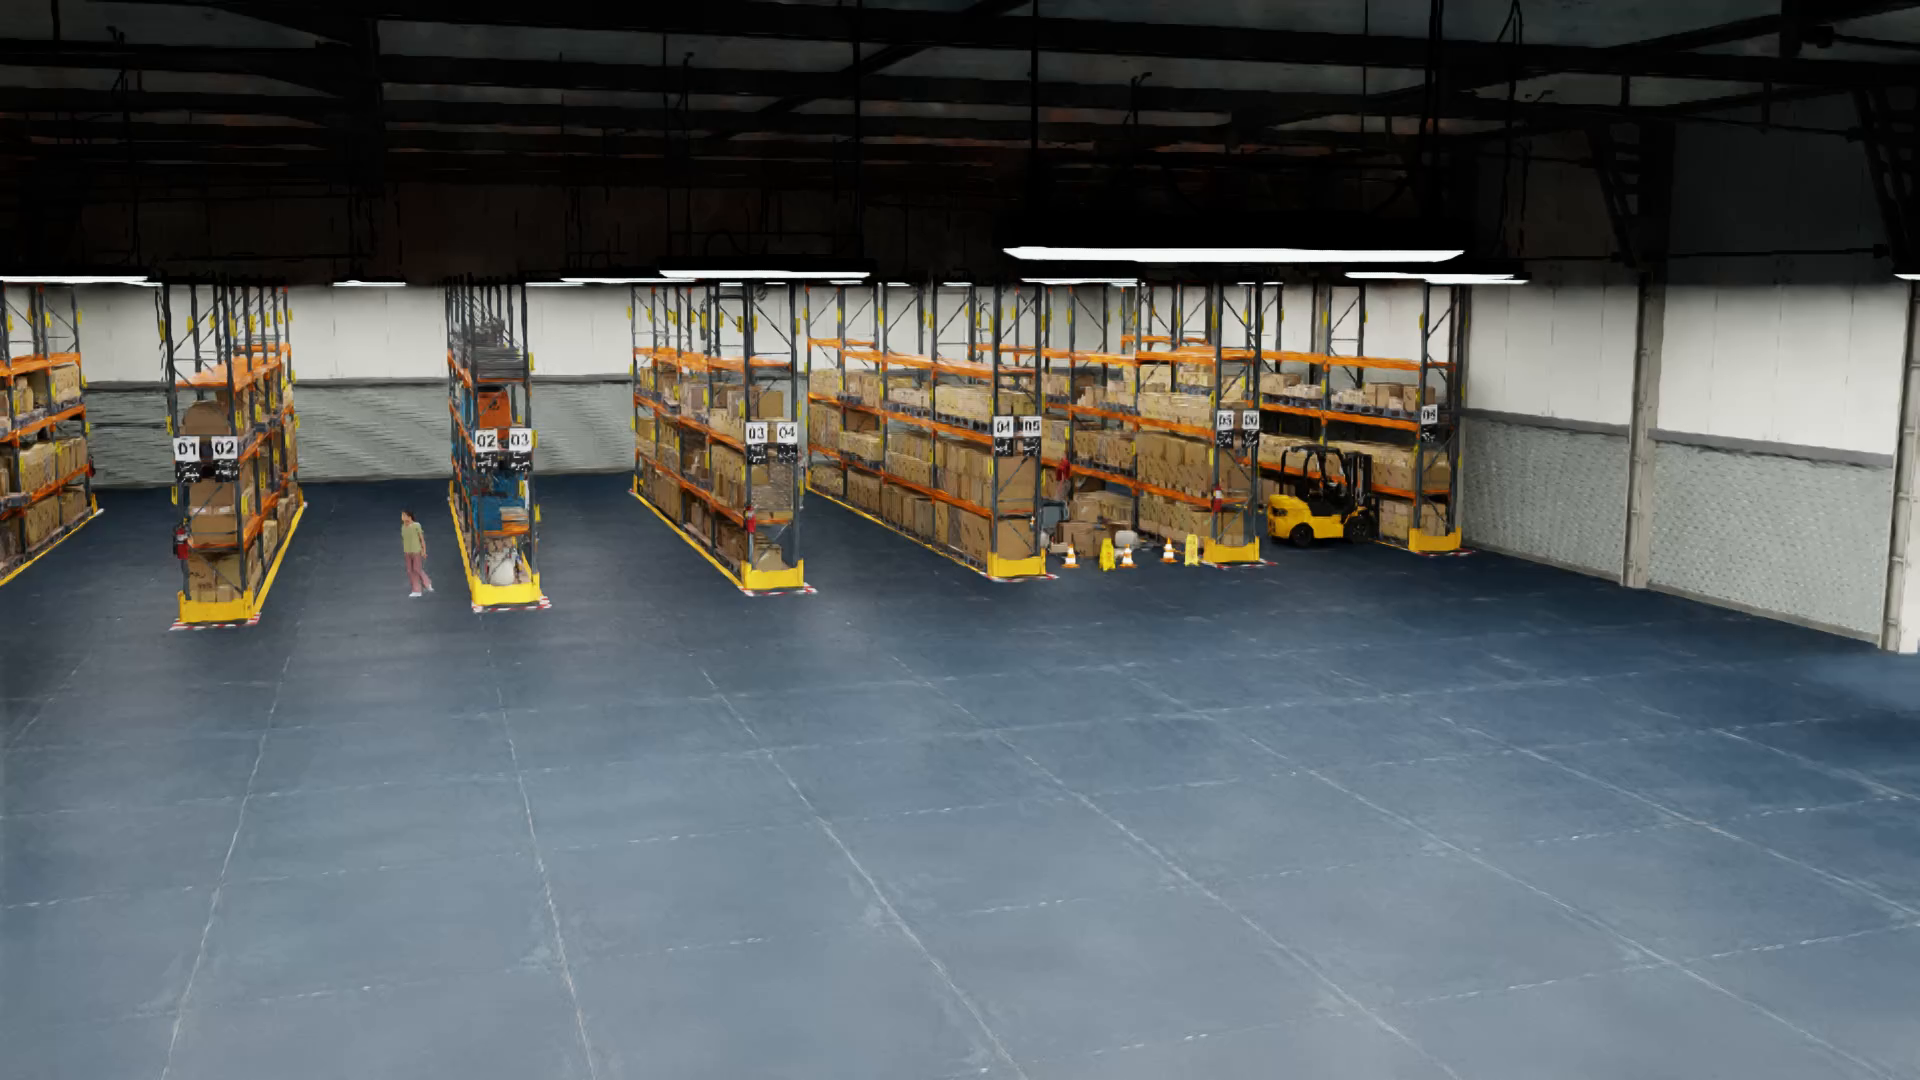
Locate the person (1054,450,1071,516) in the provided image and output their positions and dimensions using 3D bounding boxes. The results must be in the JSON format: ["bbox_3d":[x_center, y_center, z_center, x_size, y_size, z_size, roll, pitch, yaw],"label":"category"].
[{"bbox_3d":[2.473,-1.314,40.124,0.562,1.708,0.623,1,9,6],"label":"person"}]

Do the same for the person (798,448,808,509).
[{"bbox_3d":[-4.240,-1.601,43.349,0.580,1.618,0.507,-3,9,-20],"label":"person"}]

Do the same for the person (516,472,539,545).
[{"bbox_3d":[-9.775,-0.800,37.362,0.399,1.775,0.714,0,9,3],"label":"person"}]

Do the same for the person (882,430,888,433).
[{"bbox_3d":[-2.112,-2.306,47.781,0.501,1.674,0.422,8,12,43],"label":"person"}]

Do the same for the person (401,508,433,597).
[{"bbox_3d":[-10.176,0.224,31.120,0.520,1.664,0.503,3,9,19],"label":"person"}]
